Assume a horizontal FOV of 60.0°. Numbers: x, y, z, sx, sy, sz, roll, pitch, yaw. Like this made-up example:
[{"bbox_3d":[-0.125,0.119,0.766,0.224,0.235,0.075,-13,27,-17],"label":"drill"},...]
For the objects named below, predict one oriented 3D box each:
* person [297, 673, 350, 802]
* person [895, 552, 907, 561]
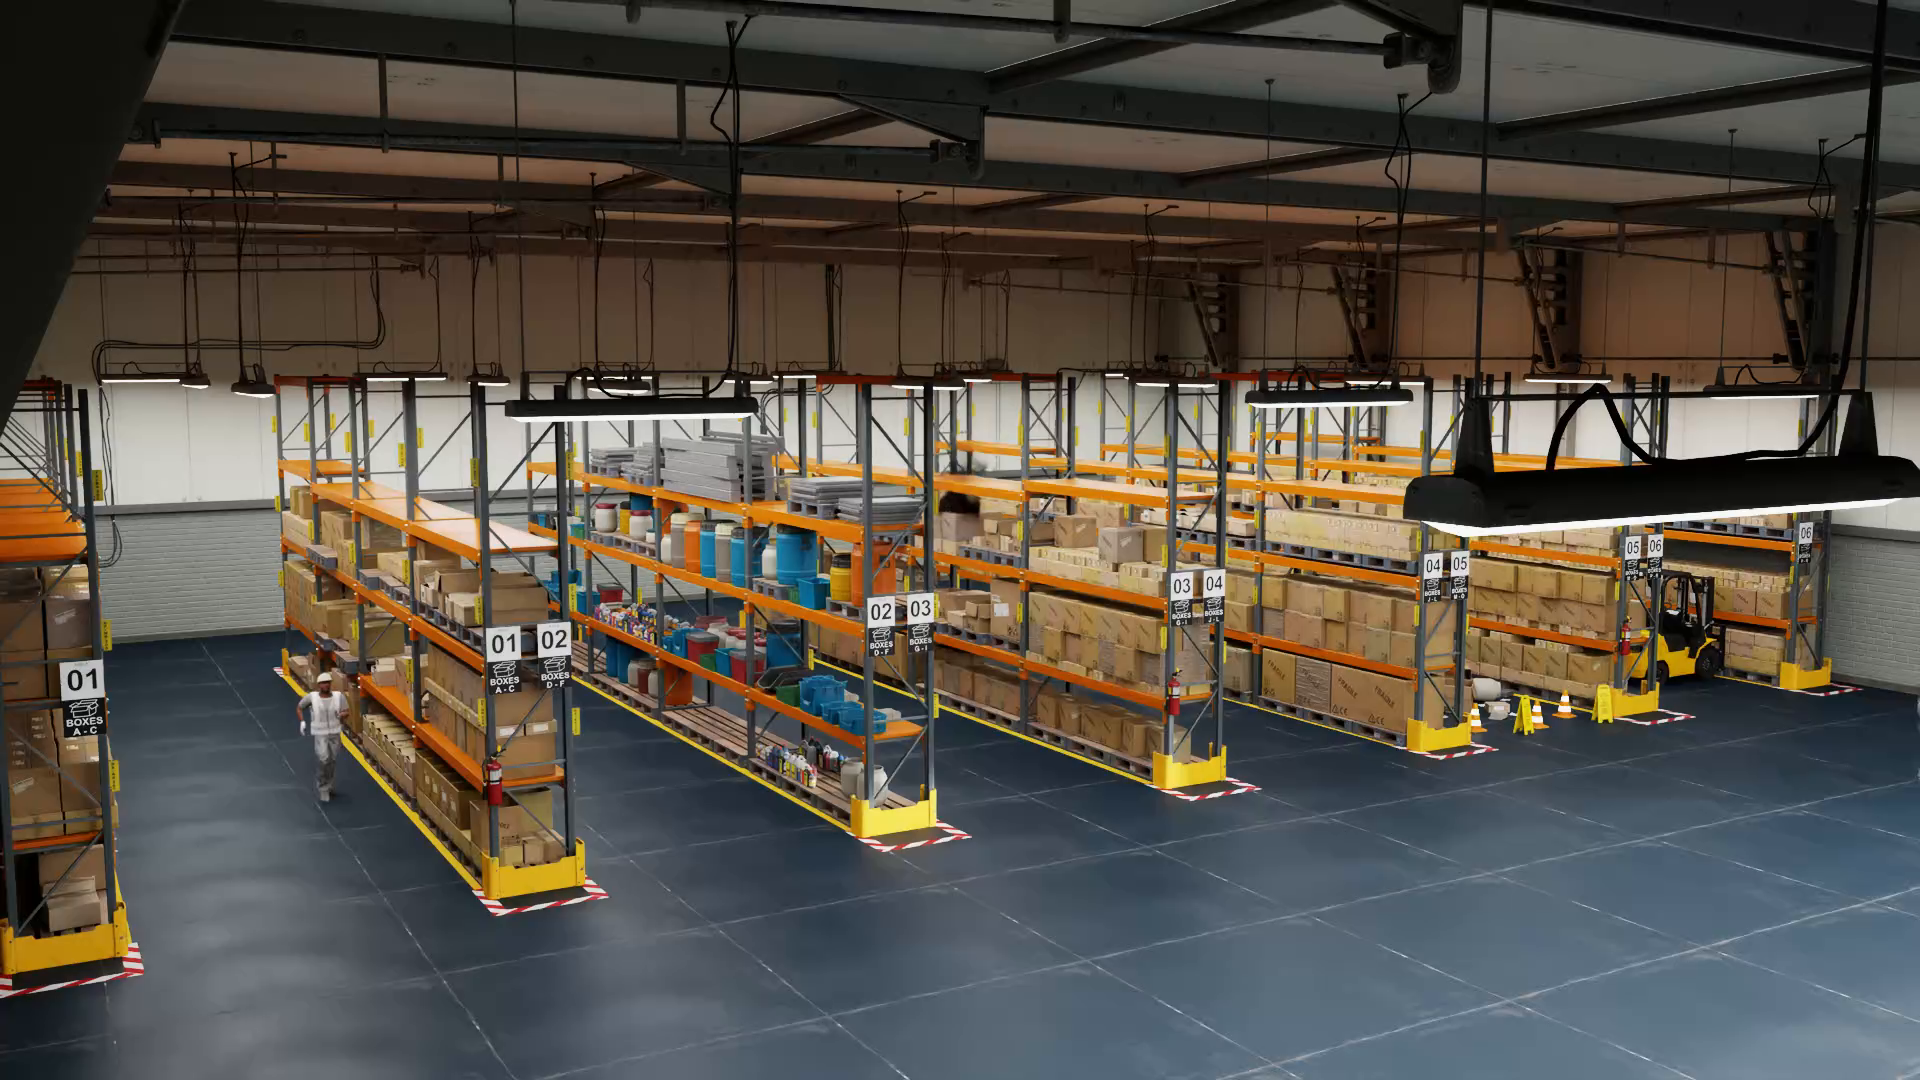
[{"bbox_3d":[-9.130,2.827,23.955,0.657,1.841,0.770,-5,8,-38],"label":"person"},{"bbox_3d":[-1.517,1.039,40.572,0.722,1.785,0.650,1,6,13],"label":"person"}]
